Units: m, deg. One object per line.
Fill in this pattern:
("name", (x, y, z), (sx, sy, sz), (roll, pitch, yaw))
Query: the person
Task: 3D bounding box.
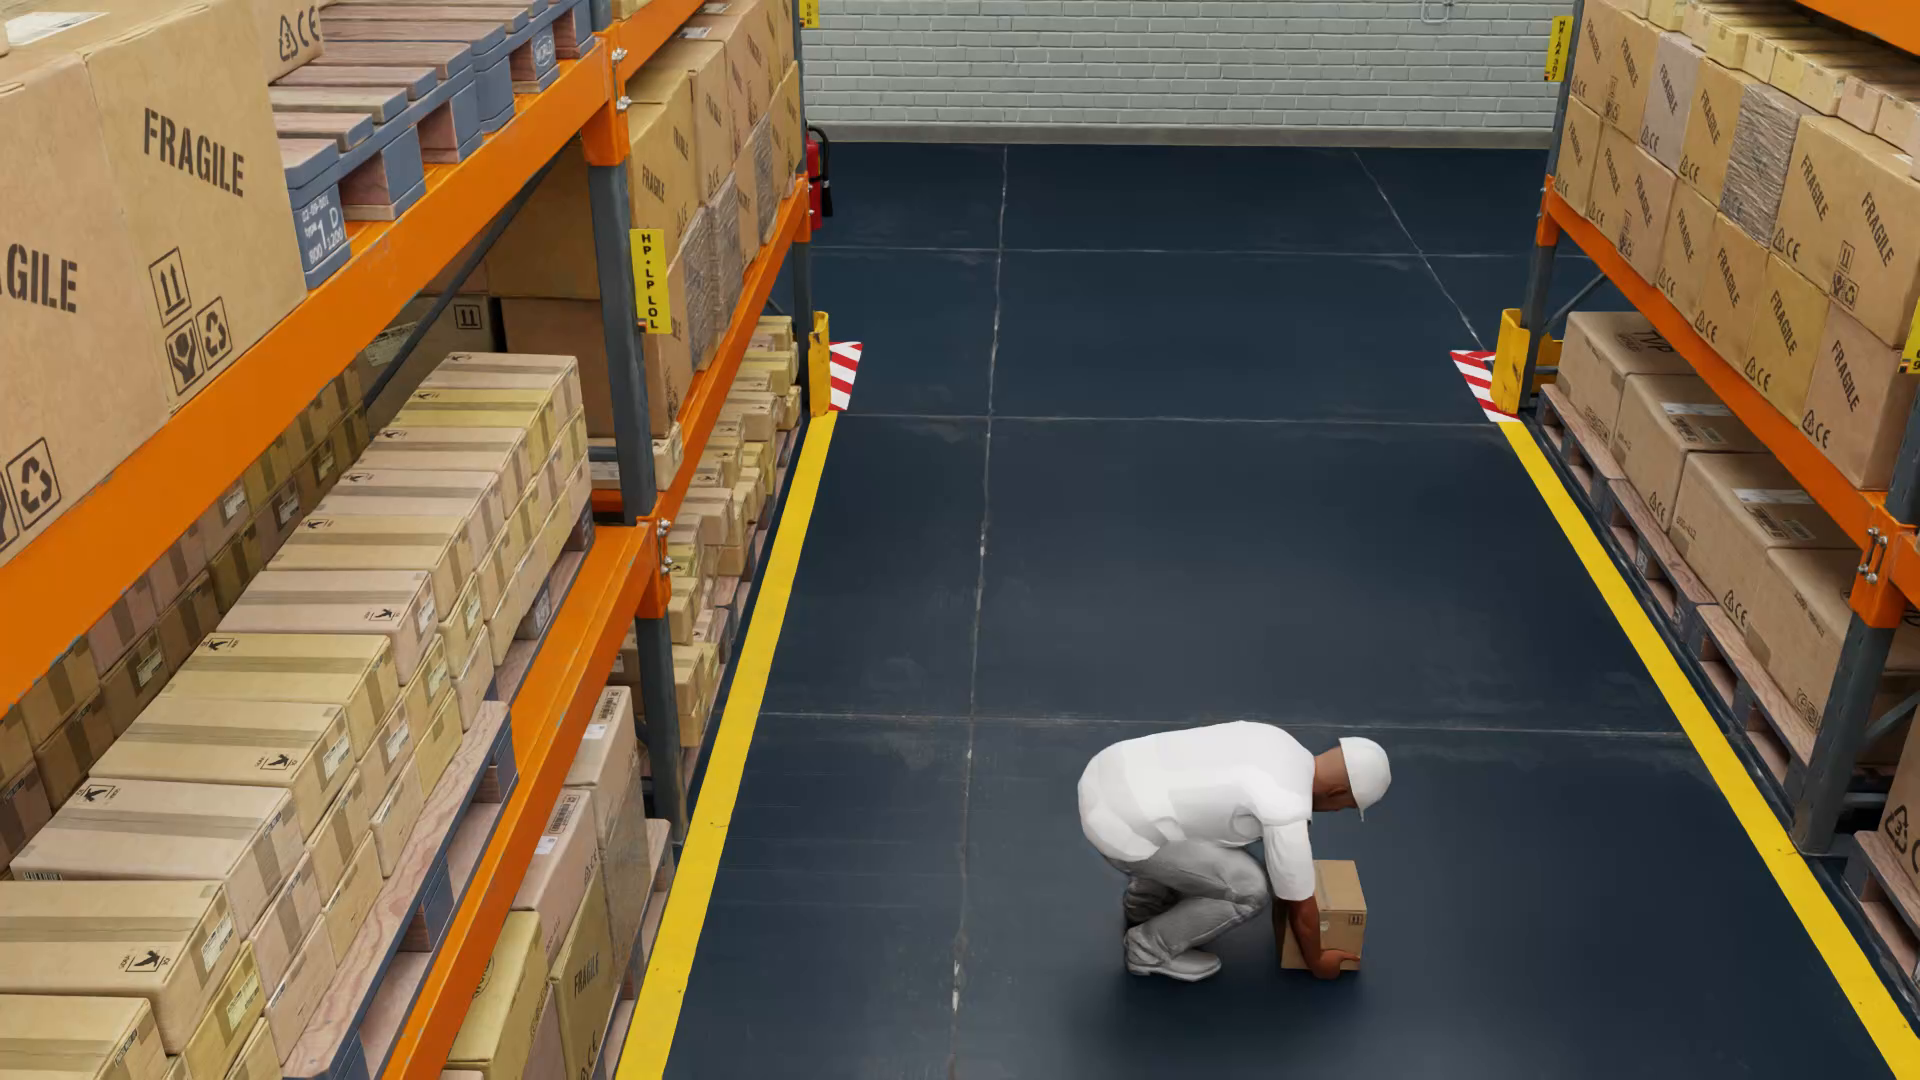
("person", (0.865, 0.968, 5.313), (0.962, 0.822, 0.519), (0, 28, 1))
